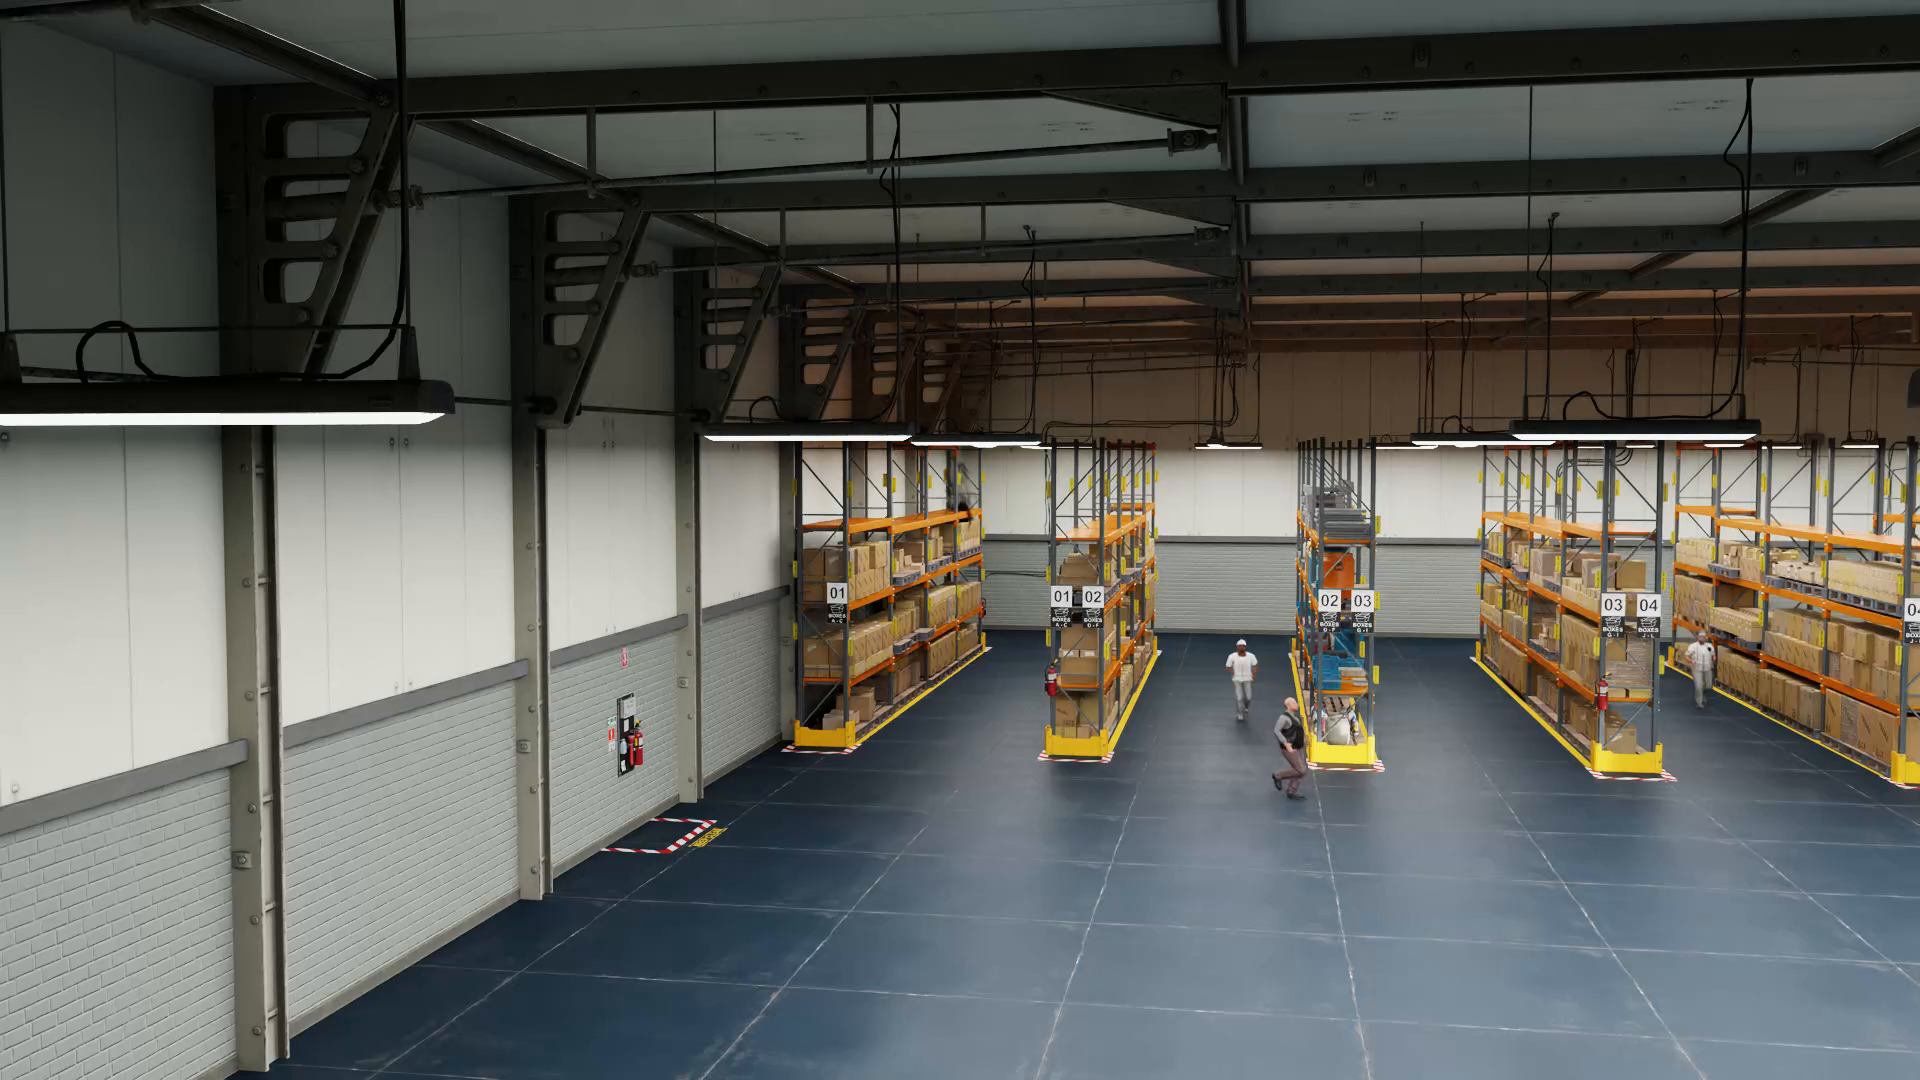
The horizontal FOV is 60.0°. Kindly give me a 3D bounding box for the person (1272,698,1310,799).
[{"bbox_3d":[5.475,3.440,27.473,0.573,1.676,0.673,2,4,36],"label":"person"}]

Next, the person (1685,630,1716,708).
[{"bbox_3d":[16.610,2.881,37.265,0.661,1.731,0.605,1,3,10],"label":"person"}]

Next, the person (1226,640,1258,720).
[{"bbox_3d":[5.996,2.982,35.295,0.688,1.721,0.582,0,3,5],"label":"person"}]
